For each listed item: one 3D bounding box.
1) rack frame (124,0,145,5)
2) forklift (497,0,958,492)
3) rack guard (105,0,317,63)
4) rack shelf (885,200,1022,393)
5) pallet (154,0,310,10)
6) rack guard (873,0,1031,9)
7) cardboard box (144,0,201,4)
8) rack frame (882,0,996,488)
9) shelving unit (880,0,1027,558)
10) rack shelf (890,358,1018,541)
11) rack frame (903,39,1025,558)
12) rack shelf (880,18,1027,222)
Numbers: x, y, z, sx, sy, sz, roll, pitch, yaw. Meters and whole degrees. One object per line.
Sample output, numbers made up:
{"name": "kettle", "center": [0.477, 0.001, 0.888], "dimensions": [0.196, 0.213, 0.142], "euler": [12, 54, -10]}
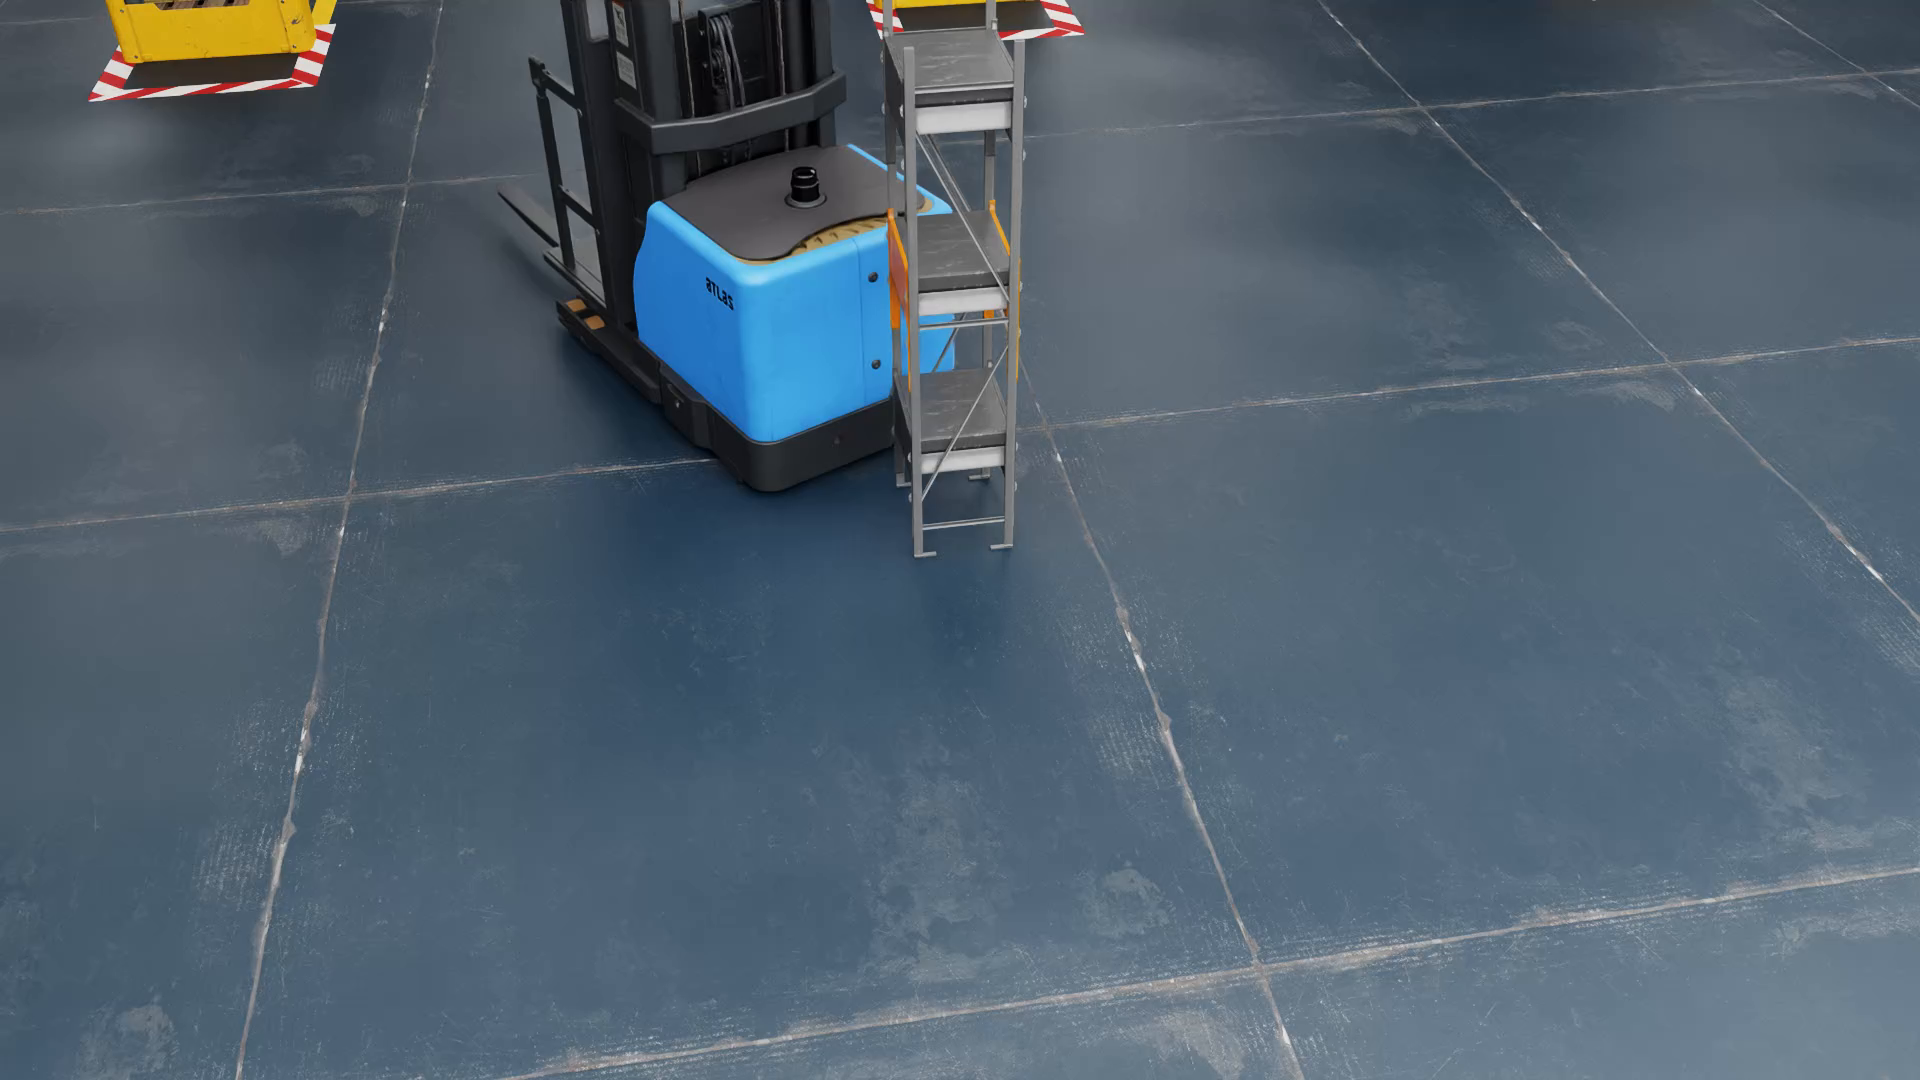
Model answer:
{"name": "rack frame", "center": [-4.844, -4.426, 10.002], "dimensions": [1.000, 3.000, 0.127], "euler": [-6, 38, -8]}
{"name": "forklift", "center": [-1.282, -2.214, 7.211], "dimensions": [1.130, 2.935, 3.031], "euler": [-24, 44, -28]}
{"name": "rack guard", "center": [-4.839, -3.424, 10.750], "dimensions": [1.175, 0.500, 0.348], "euler": [-6, 38, -8]}
{"name": "rack shelf", "center": [-0.029, -0.918, 6.243], "dimensions": [0.431, 0.518, 0.480], "euler": [-6, 38, -8]}
{"name": "pallet", "center": [-5.019, -3.782, 11.446], "dimensions": [1.003, 0.211, 1.213], "euler": [-6, 38, -8]}
{"name": "rack guard", "center": [-0.026, -4.010, 11.504], "dimensions": [1.175, 0.500, 0.348], "euler": [-6, 38, -8]}
{"name": "cardboard box", "center": [-5.229, -3.798, 11.093], "dimensions": [0.500, 0.250, 0.500], "euler": [-6, 38, -8]}
{"name": "rack frame", "center": [-0.072, -1.077, 6.424], "dimensions": [0.400, 2.100, 0.015], "euler": [-6, 38, -8]}
{"name": "shelving unit", "center": [-0.029, -0.929, 6.235], "dimensions": [0.431, 2.100, 0.503], "euler": [-6, 38, -8]}
{"name": "rack shelf", "center": [-0.029, -0.366, 6.672], "dimensions": [0.431, 0.518, 0.480], "euler": [-6, 38, -8]}
{"name": "rack frame", "center": [0.014, -0.782, 6.045], "dimensions": [0.400, 2.100, 0.015], "euler": [-6, 38, -8]}
{"name": "rack shelf", "center": [-0.029, -1.471, 5.813], "dimensions": [0.431, 0.518, 0.480], "euler": [-6, 38, -8]}
